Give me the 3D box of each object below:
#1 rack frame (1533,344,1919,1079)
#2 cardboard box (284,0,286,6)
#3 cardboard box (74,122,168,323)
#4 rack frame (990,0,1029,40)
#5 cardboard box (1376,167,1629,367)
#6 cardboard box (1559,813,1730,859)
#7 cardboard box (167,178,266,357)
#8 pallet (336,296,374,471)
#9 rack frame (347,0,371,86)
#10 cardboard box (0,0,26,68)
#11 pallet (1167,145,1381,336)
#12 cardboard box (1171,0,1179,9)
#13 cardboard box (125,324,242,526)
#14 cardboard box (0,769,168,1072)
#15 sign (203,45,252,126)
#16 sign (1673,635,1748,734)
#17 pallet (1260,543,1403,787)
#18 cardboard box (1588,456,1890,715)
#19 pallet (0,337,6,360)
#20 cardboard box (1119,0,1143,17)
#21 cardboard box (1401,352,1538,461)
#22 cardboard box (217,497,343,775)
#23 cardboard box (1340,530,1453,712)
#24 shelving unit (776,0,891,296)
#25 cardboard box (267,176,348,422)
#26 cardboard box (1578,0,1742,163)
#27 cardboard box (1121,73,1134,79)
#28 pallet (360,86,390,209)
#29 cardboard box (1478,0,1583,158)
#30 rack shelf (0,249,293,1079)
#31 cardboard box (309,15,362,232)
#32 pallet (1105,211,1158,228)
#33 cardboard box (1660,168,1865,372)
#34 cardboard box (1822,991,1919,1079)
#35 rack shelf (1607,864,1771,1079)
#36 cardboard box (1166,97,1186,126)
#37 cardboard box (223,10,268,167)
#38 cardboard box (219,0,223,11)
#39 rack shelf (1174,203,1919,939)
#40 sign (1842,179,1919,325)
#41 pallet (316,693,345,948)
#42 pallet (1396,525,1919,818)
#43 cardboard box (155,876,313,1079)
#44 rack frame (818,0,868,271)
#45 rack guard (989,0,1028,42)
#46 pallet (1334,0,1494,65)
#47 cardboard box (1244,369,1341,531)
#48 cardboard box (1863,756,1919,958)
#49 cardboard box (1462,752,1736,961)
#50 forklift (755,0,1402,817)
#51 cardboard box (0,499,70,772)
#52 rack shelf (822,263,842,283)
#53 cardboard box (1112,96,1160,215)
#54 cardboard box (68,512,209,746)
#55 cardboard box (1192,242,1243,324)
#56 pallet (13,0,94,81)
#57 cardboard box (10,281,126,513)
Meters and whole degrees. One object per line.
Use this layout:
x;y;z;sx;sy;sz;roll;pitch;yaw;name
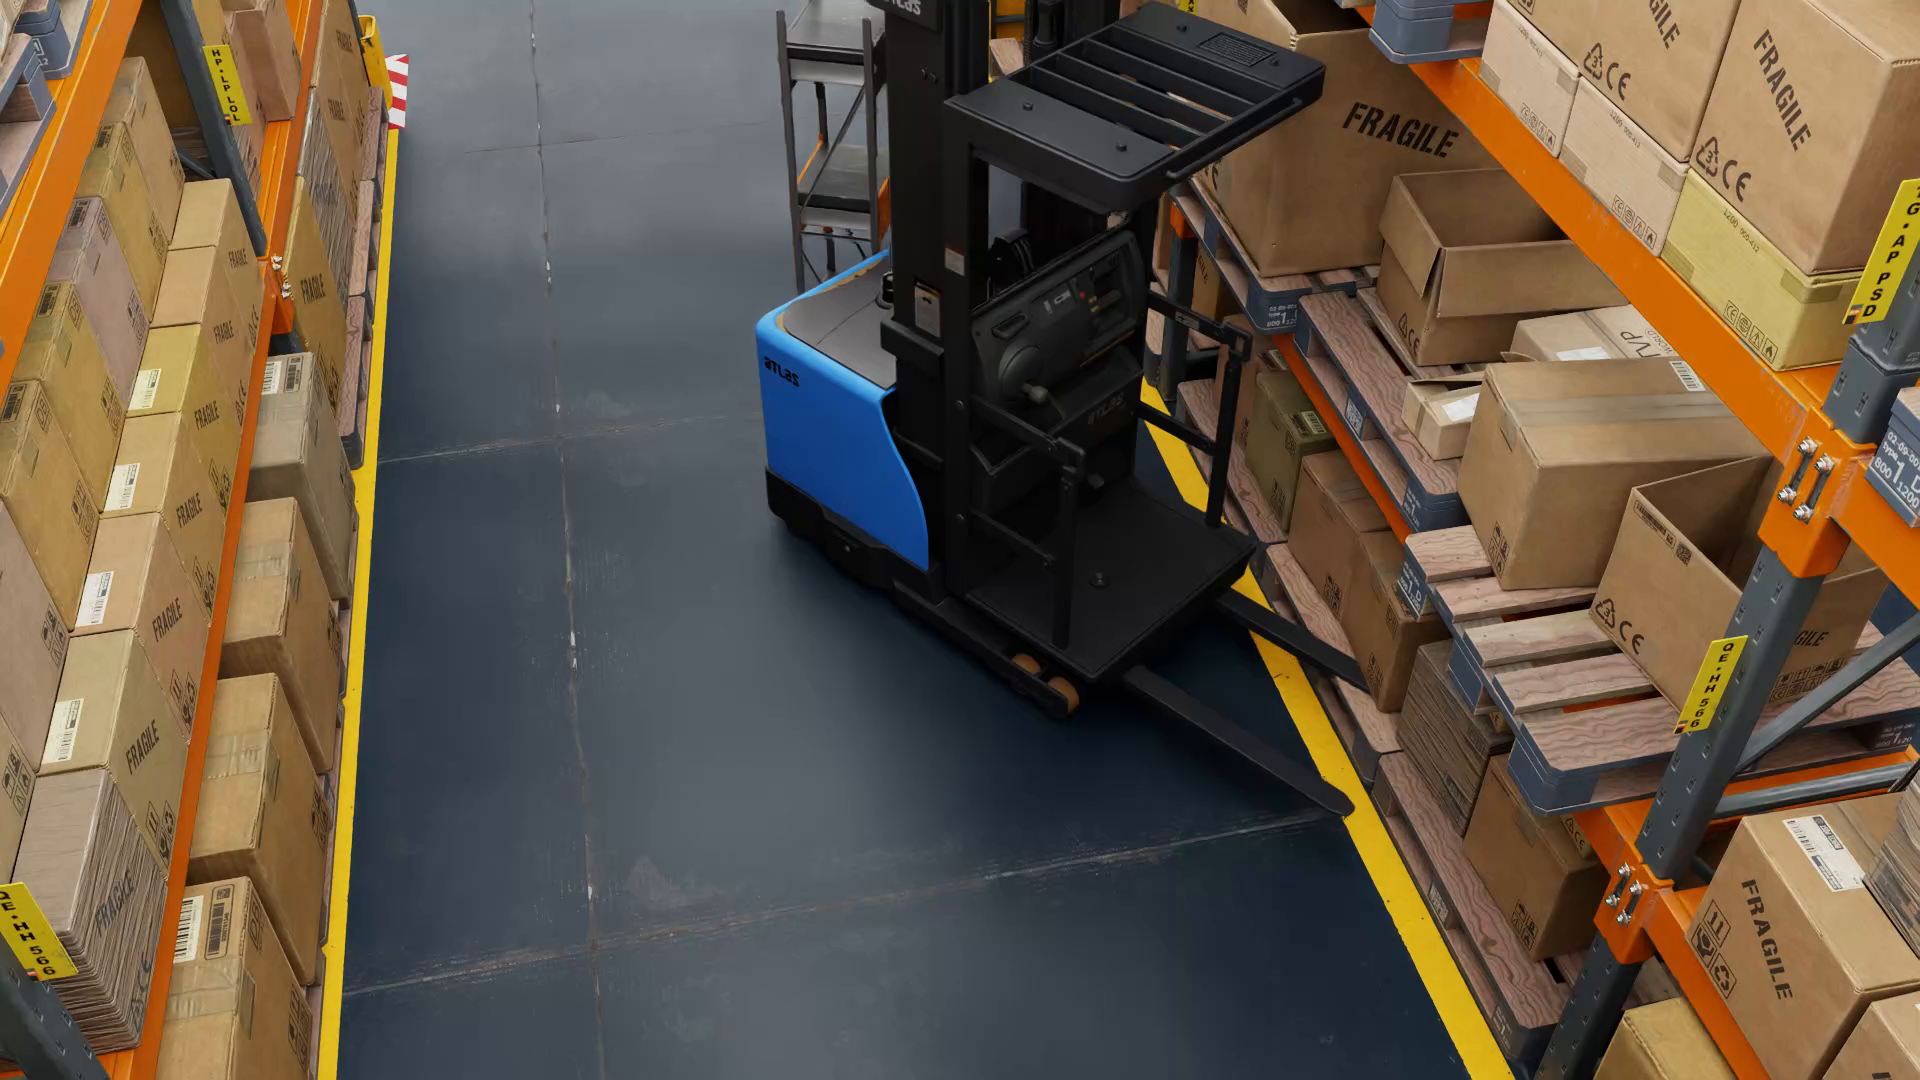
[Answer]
2.361;0.676;4.511;1.000;3.000;0.127;-8;42;-9;rack frame
-3.968;-2.953;8.485;0.875;0.550;0.550;-8;42;-9;cardboard box
-3.142;-1.029;5.603;0.700;0.500;0.500;-9;42;-10;cardboard box
0.634;-4.510;10.353;1.000;3.000;0.127;-8;42;-9;rack frame
1.962;-1.003;6.007;0.797;0.503;0.637;-4;42;-5;cardboard box
2.187;0.735;5.430;0.500;0.250;0.500;-7;42;-8;cardboard box
-2.994;-1.010;6.334;0.500;0.500;0.500;-9;42;-10;cardboard box
-3.455;-0.733;8.199;1.003;0.211;1.213;-8;42;-9;pallet
-4.231;-3.865;9.626;1.000;3.000;0.127;-8;42;-9;rack frame
-2.774;-1.450;4.322;0.500;0.311;0.500;-10;43;-11;cardboard box
1.520;-1.329;6.914;1.003;0.211;1.213;-8;42;-9;pallet
1.461;-2.366;7.639;0.875;0.500;0.500;-8;42;-9;cardboard box
-2.776;-0.354;5.596;0.500;0.500;0.500;-8;42;-9;cardboard box
-2.337;0.954;4.123;0.500;0.500;0.500;-8;42;-9;cardboard box
-2.840;-1.760;6.442;0.100;0.325;0.005;-8;42;-9;sign
1.833;0.356;4.059;0.100;0.325;0.005;-8;42;-9;sign
1.934;0.422;6.897;1.003;0.211;1.213;-8;42;-9;pallet
2.205;0.137;4.726;0.500;0.500;0.500;-13;43;-15;cardboard box
-2.695;-0.140;3.313;1.213;0.211;1.003;-7;42;-7;pallet
1.181;-3.005;8.358;0.875;0.500;0.500;-8;42;-9;cardboard box
1.737;-0.473;5.591;0.396;0.266;0.258;-9;42;-10;cardboard box
-2.941;0.428;6.169;1.050;0.750;0.750;-8;42;-9;cardboard box
1.935;0.290;6.497;0.700;0.500;0.500;-5;42;-6;cardboard box
-0.505;-1.516;7.658;0.431;2.100;0.503;8;42;9;shelving unit
-3.435;-1.052;7.742;0.875;0.875;0.875;-8;42;-9;cardboard box
1.892;-1.275;3.997;0.500;0.500;0.500;-8;42;-9;cardboard box
0.961;-2.401;8.166;0.380;0.149;0.250;-8;42;-9;cardboard box
-3.982;-2.315;9.981;1.003;0.211;1.213;-8;42;-9;pallet
1.793;-1.309;4.600;0.500;0.250;0.500;-7;42;-8;cardboard box
-2.936;0.293;5.484;1.077;0.370;4.000;-8;42;-9;rack shelf
-3.828;-2.227;9.065;0.875;0.875;0.875;-9;42;-10;cardboard box
1.051;-2.097;9.735;1.003;0.211;1.213;-8;42;-9;pallet
2.019;-0.663;3.873;0.500;0.250;0.500;-8;42;-9;cardboard box
2.314;1.326;3.703;0.500;0.500;0.500;-9;42;-10;cardboard box
2.792;2.241;3.290;1.077;0.370;4.000;-8;42;-9;rack shelf
1.164;-1.921;7.625;0.380;0.149;0.250;-8;42;-9;cardboard box
-3.600;-1.919;7.321;0.875;0.550;0.550;-8;42;-9;cardboard box
-3.646;-2.316;6.955;0.875;0.550;0.550;-8;42;-9;cardboard box
1.929;-0.352;6.210;1.077;0.370;4.000;-8;42;-9;rack shelf
1.830;-0.563;3.258;0.100;0.325;0.005;-8;42;-9;sign
-2.861;1.053;6.187;1.003;0.211;1.213;-8;42;-9;pallet
2.103;0.301;5.078;1.213;0.211;1.003;-8;42;-9;pallet
-2.548;1.597;4.851;1.050;0.750;0.750;-9;42;-10;cardboard box
-0.453;-1.675;7.837;0.400;2.100;0.015;8;42;9;rack frame
0.650;-3.526;11.127;1.175;0.500;0.348;-8;42;-9;rack guard
1.753;-1.882;5.274;1.213;0.211;1.003;-8;42;-9;pallet
1.693;-0.434;7.313;0.700;0.500;0.500;-9;42;-10;cardboard box
2.503;0.739;3.608;0.797;0.503;0.637;-7;42;-8;cardboard box
2.197;1.014;5.681;0.700;0.500;0.500;-10;43;-12;cardboard box
0.540;-0.772;6.194;3.031;2.935;1.130;32;51;31;forklift
-2.702;0.289;4.118;0.700;0.500;0.500;-9;42;-10;cardboard box
-0.505;-0.983;8.132;0.431;0.518;0.480;8;42;9;rack shelf
1.108;-2.166;9.279;0.500;0.500;0.500;-12;43;-13;cardboard box
-2.558;0.298;4.862;0.500;0.500;0.500;-8;42;-9;cardboard box
1.450;-1.405;8.421;0.500;0.500;0.500;-10;42;-11;cardboard box
-3.121;-1.735;5.112;0.805;0.209;1.217;-10;43;-11;pallet
-2.925;-0.374;4.865;0.700;0.500;0.500;-9;42;-10;cardboard box
